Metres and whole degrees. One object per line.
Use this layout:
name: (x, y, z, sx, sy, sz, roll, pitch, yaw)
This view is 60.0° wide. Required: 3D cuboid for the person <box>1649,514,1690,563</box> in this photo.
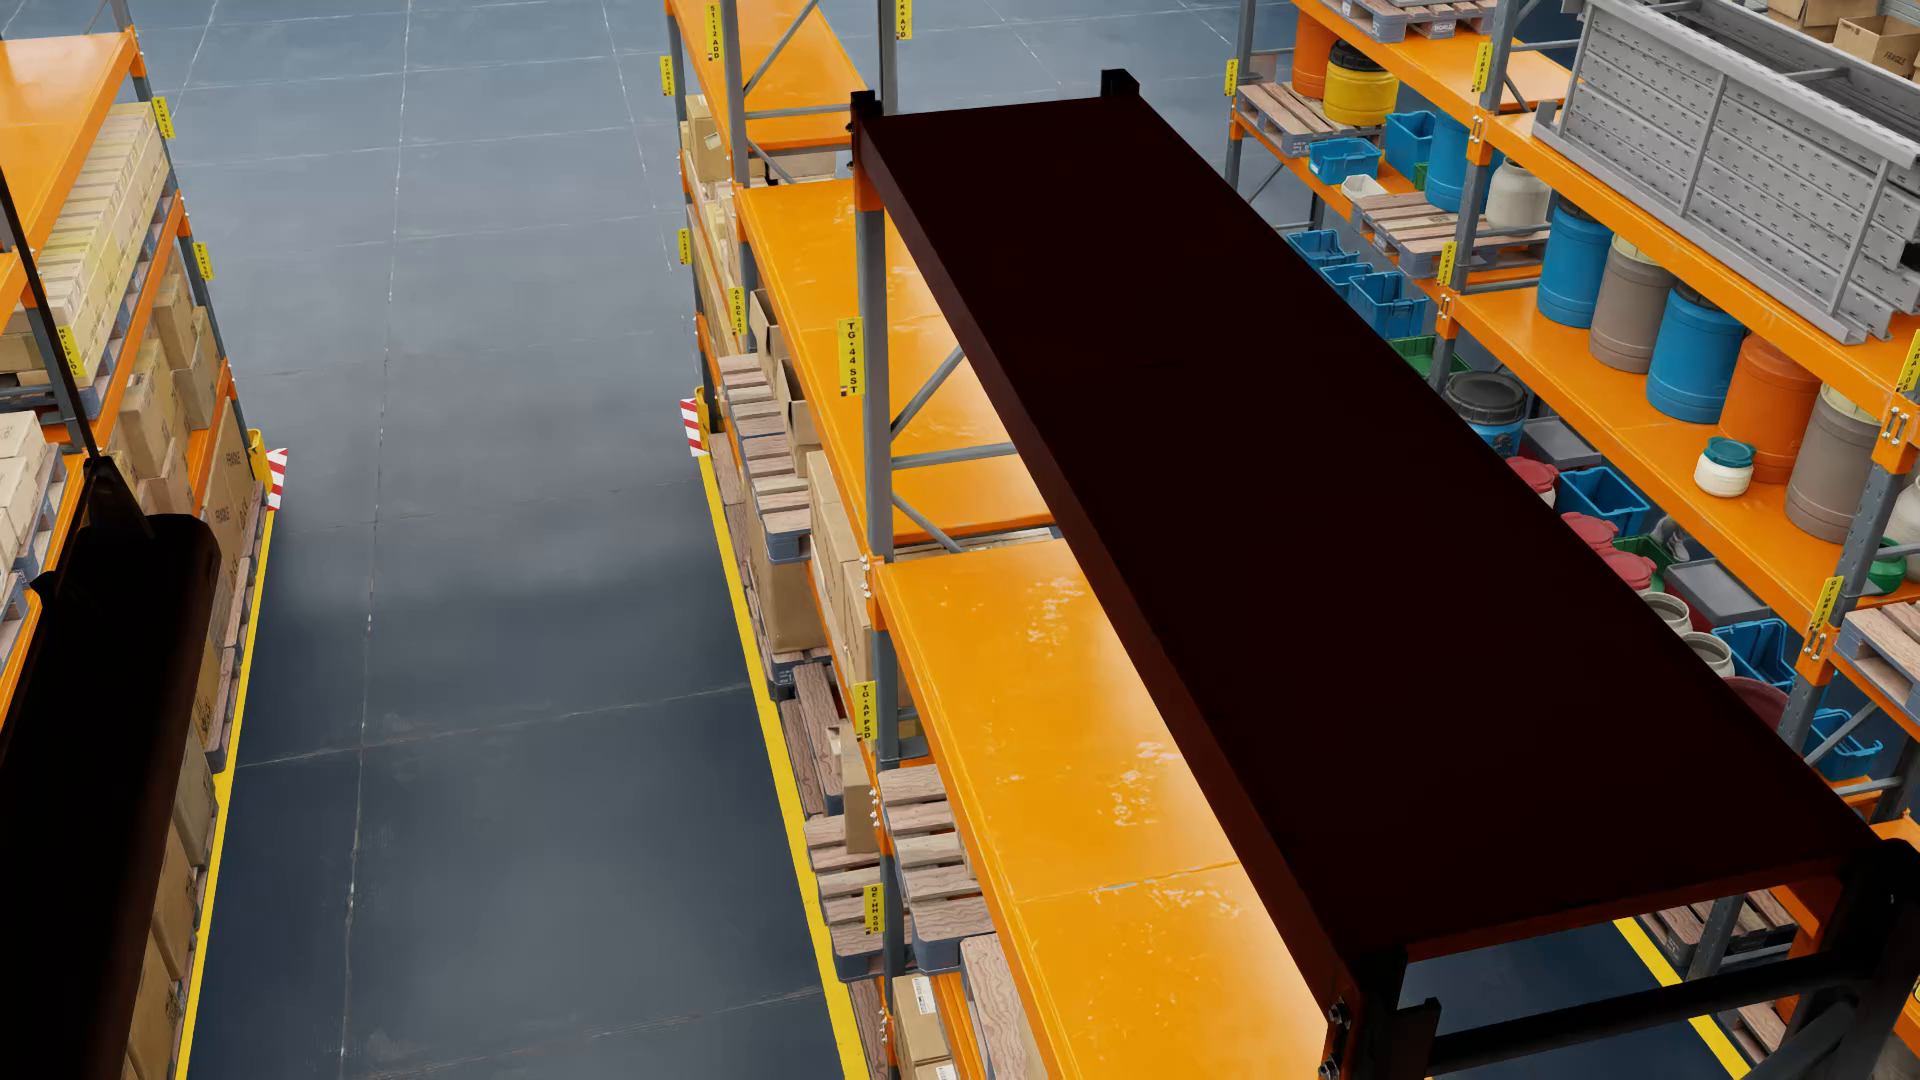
person: (6.007, -0.551, 13.404, 0.526, 1.676, 0.483, -2, 34, -4)
